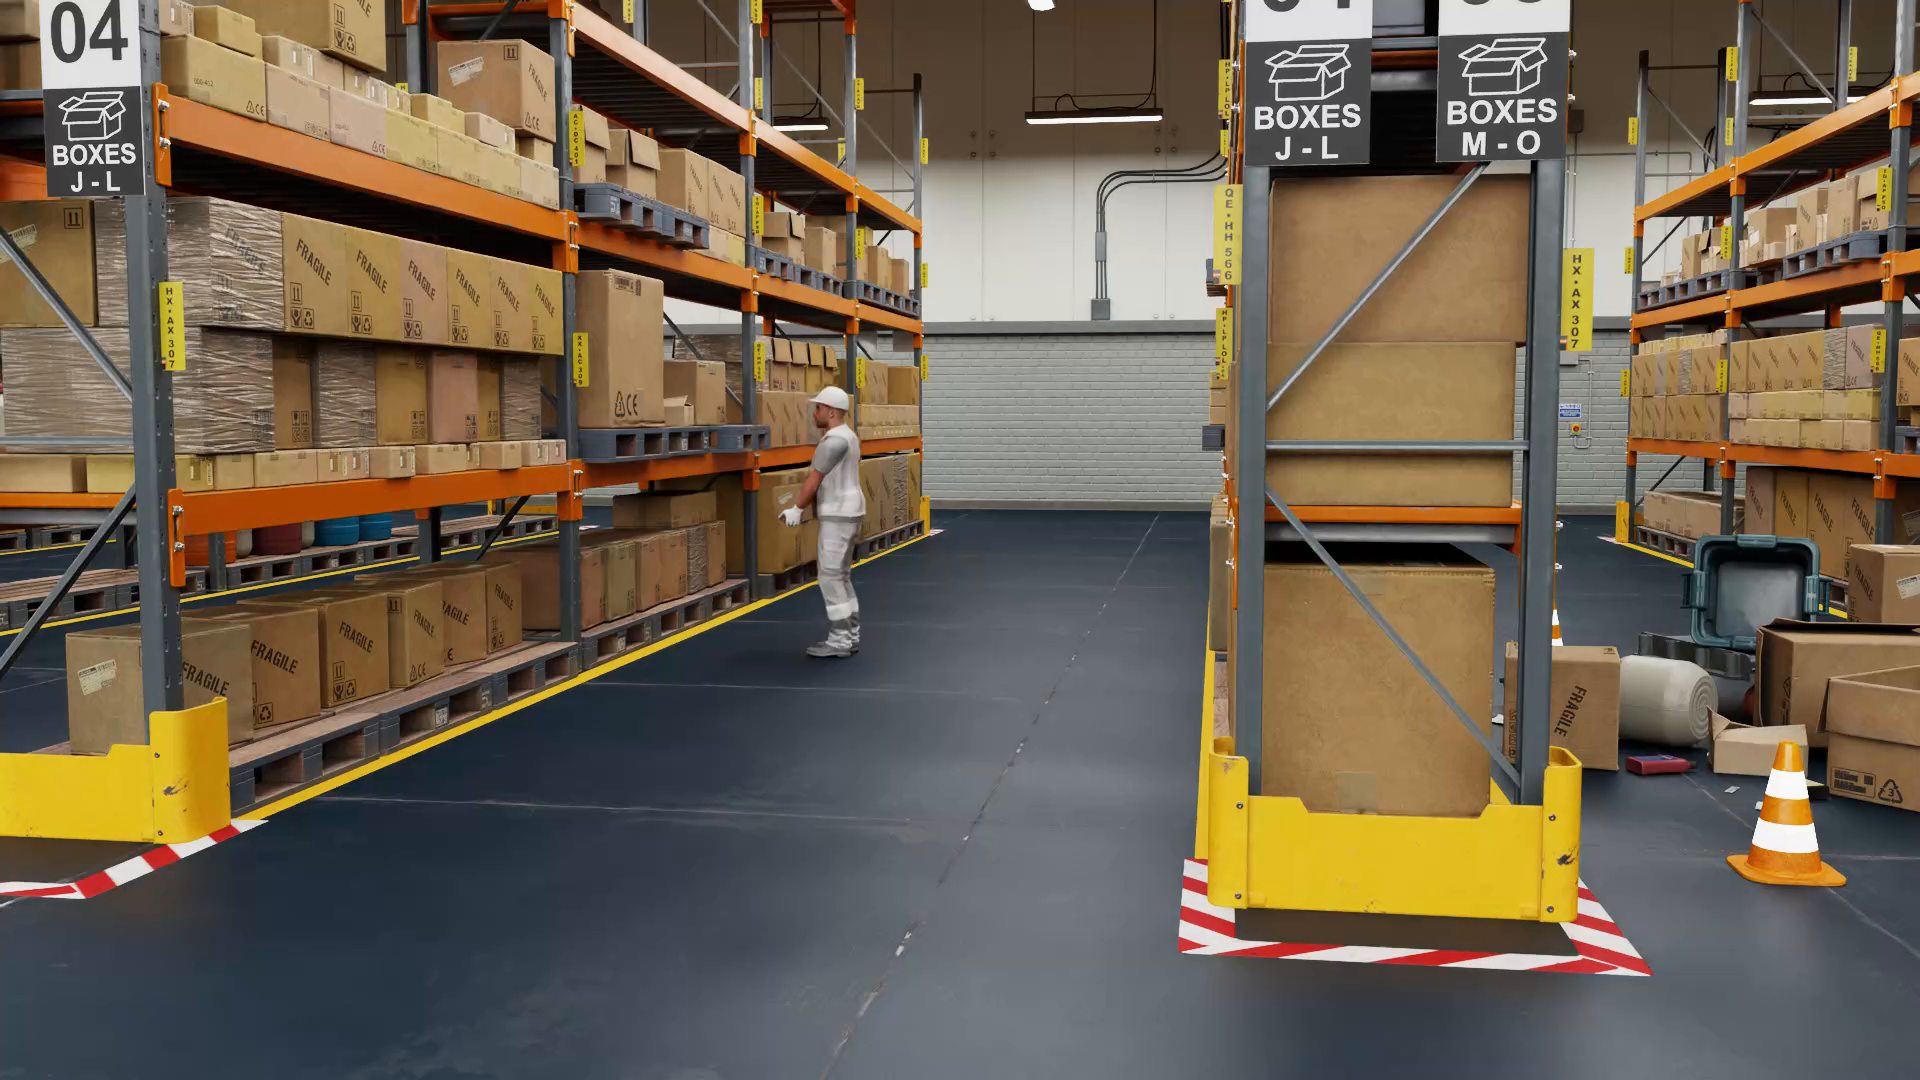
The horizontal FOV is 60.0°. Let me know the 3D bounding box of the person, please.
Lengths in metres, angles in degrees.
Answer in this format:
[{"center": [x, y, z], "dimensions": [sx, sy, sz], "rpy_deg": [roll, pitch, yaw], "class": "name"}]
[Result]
[{"center": [-0.911, -0.125, 11.065], "dimensions": [0.560, 1.784, 0.495], "rpy_deg": [1, 4, 8], "class": "person"}]
